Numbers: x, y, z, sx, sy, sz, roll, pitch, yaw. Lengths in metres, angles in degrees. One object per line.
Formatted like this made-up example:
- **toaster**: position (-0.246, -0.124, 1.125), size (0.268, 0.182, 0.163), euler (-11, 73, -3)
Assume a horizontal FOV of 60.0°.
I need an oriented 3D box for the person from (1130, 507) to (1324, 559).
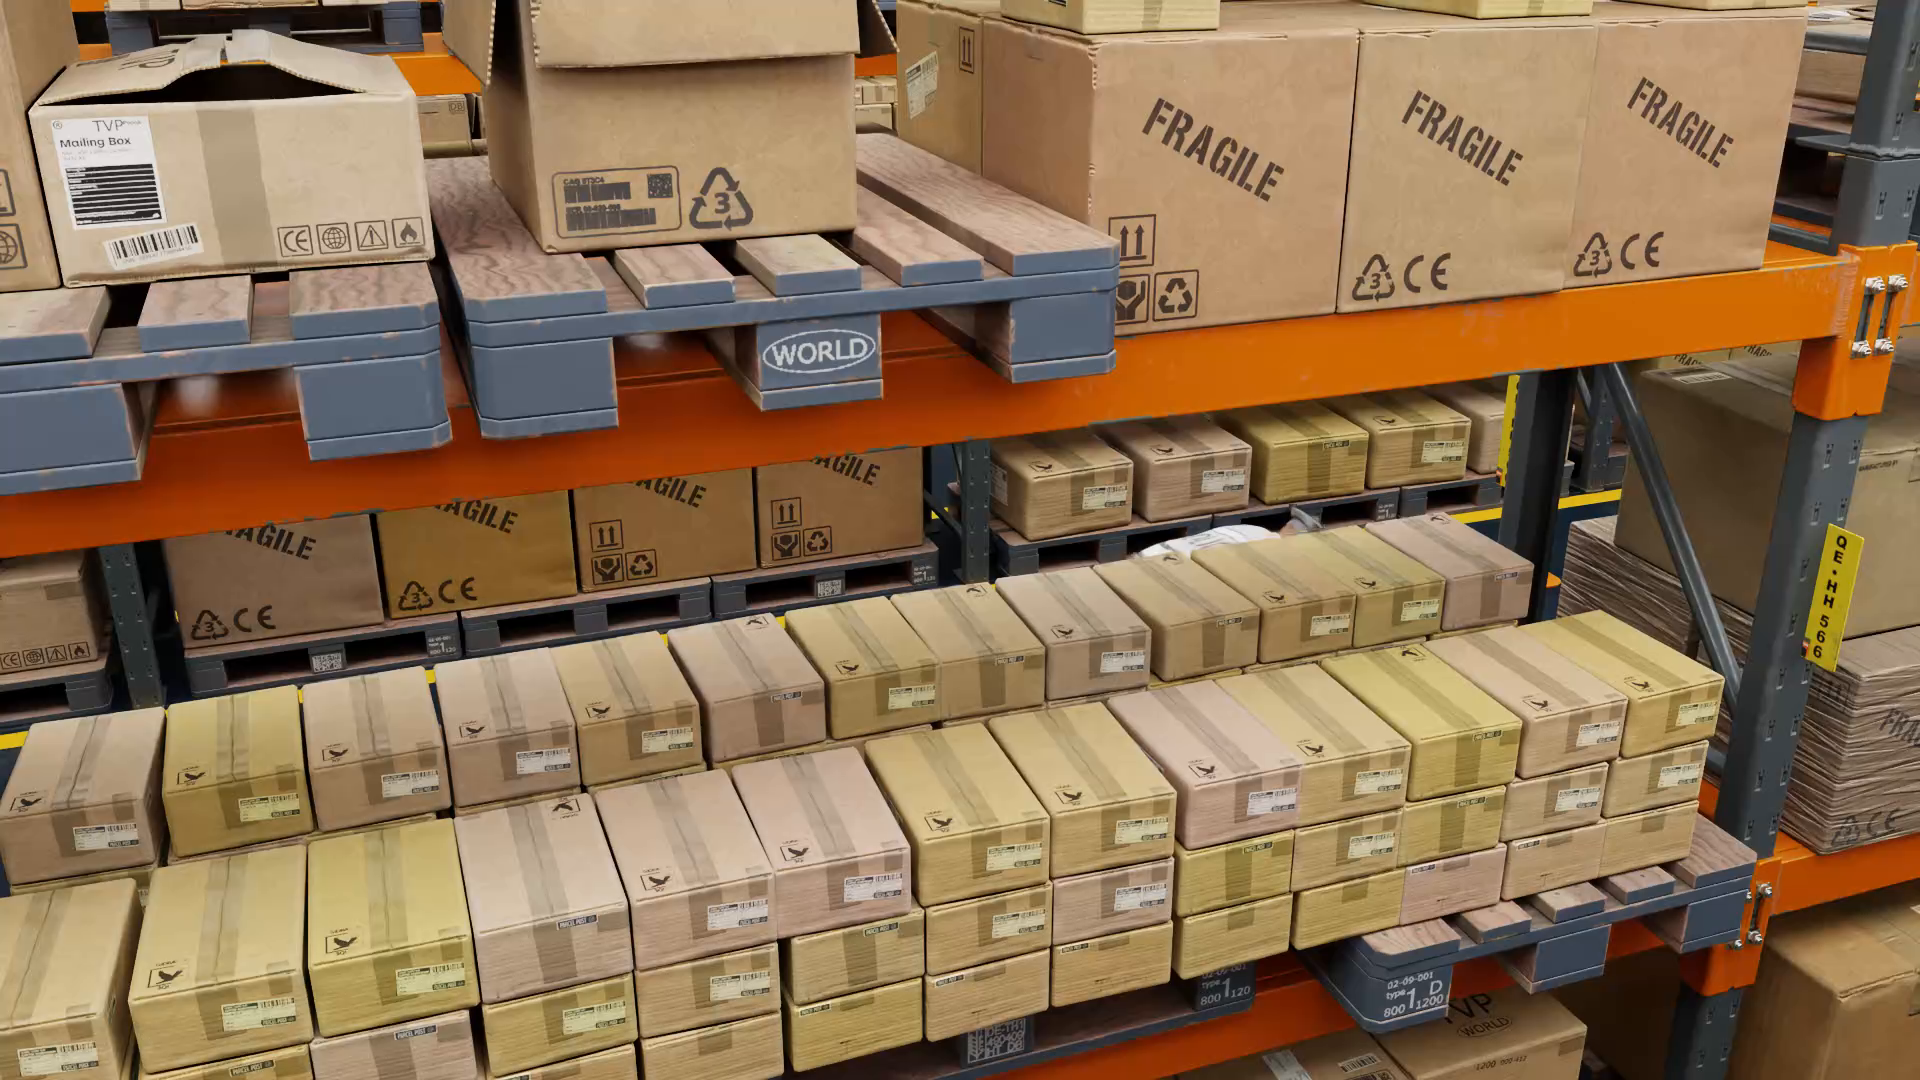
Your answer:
- **person**: position (1.081, 0.437, 6.910), size (1.033, 1.077, 0.528), euler (-9, 24, -22)
